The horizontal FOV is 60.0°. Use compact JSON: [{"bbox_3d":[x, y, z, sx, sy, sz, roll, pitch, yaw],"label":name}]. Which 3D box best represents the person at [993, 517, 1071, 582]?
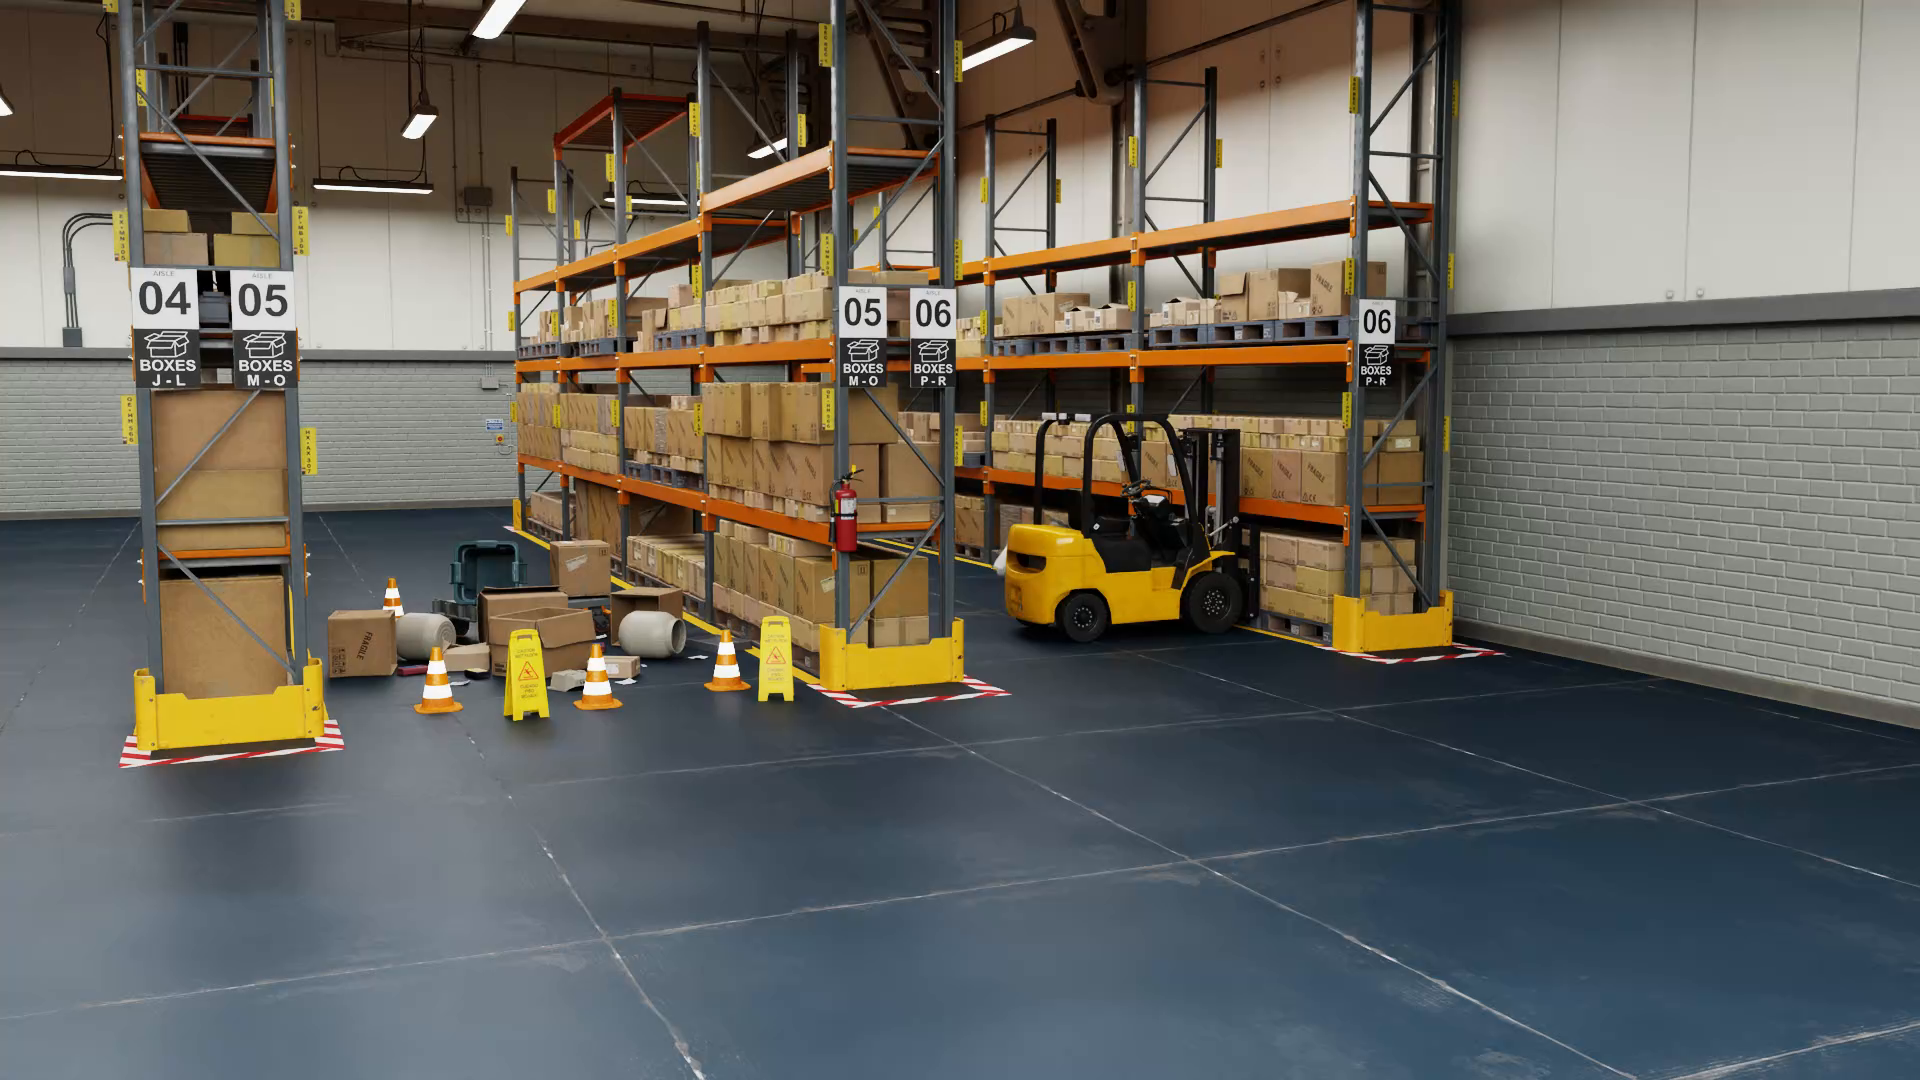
[{"bbox_3d":[0.800,0.270,17.865,0.904,1.010,0.568,-2,6,-24],"label":"person"}]
